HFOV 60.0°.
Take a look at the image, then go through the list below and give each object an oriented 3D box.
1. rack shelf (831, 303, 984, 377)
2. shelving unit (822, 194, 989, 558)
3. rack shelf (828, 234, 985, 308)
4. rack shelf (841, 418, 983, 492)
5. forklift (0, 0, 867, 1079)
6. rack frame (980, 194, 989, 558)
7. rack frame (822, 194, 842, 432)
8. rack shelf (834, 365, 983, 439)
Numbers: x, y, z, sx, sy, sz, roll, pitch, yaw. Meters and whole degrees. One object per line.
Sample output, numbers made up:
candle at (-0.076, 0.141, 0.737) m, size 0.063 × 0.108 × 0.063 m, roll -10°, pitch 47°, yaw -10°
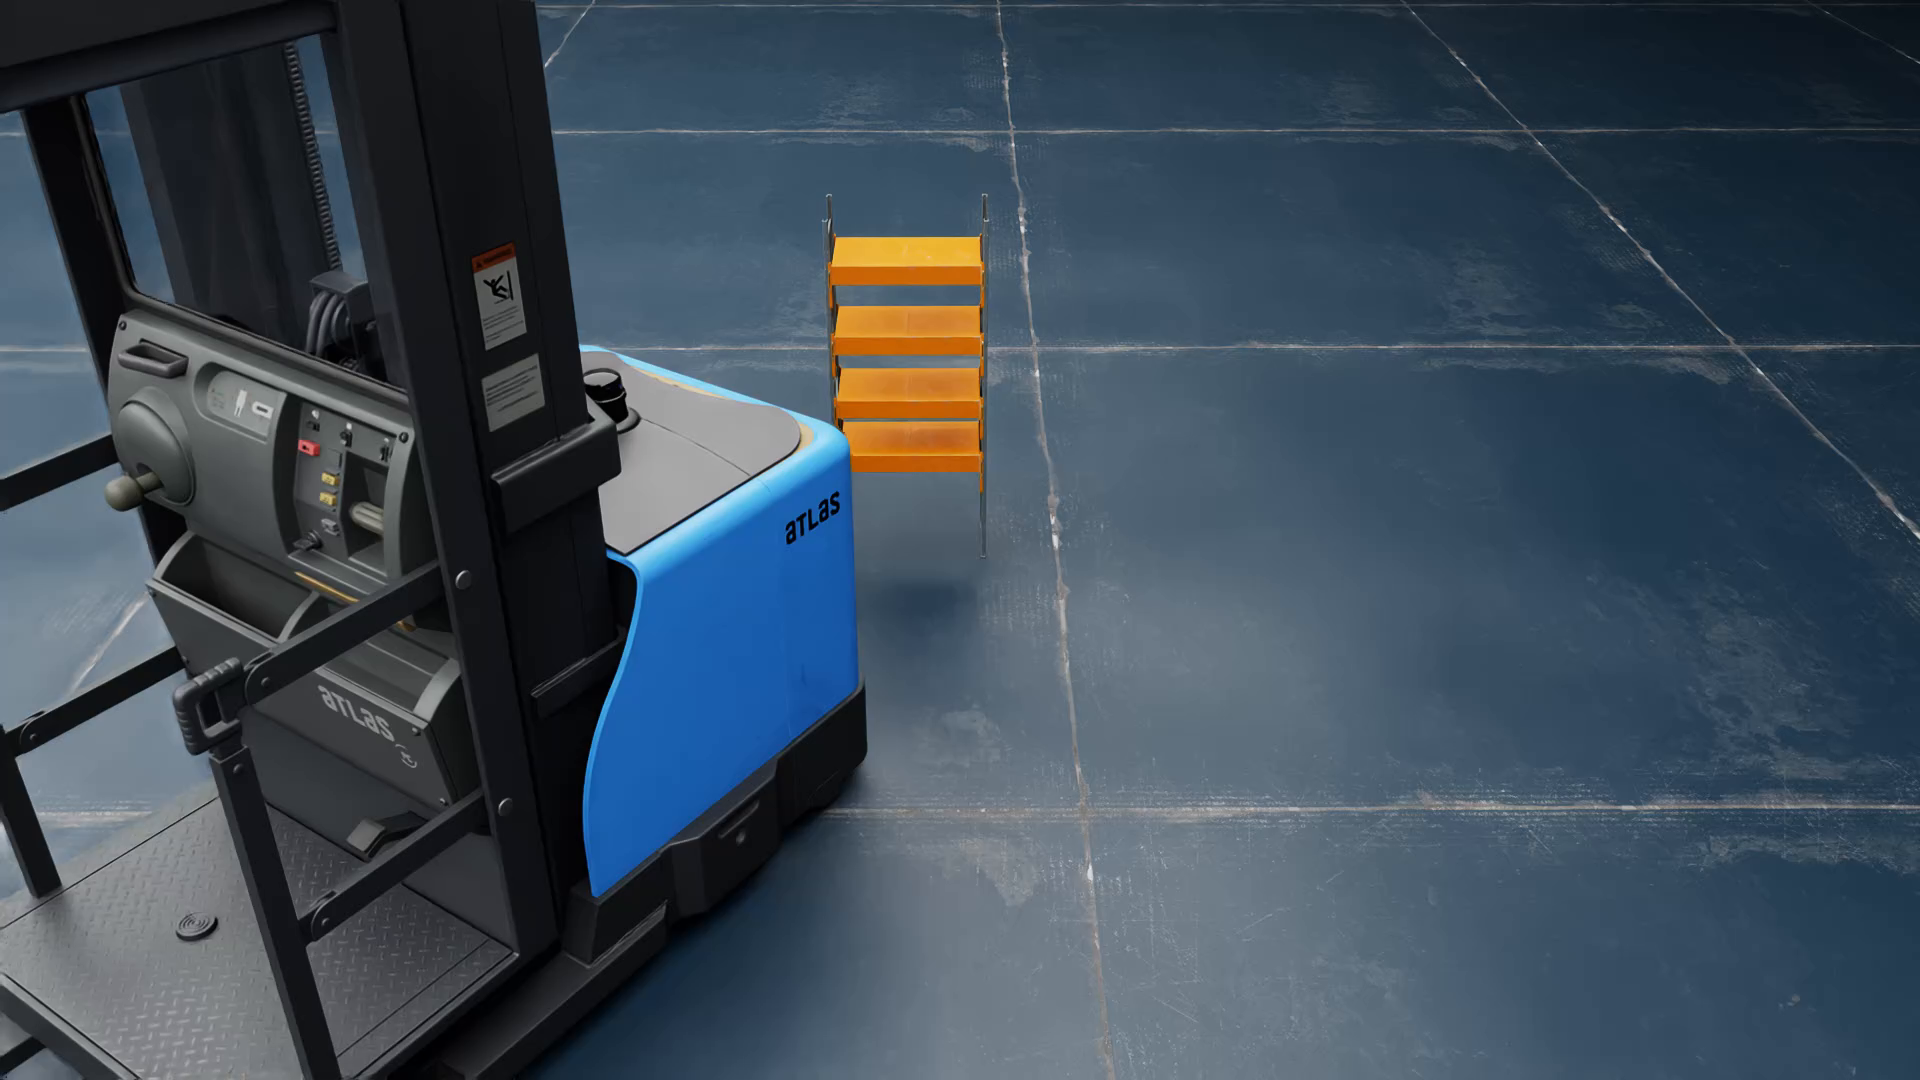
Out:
rack shelf at (-0.166, -0.646, 5.357) m, size 0.480 × 0.148 × 0.258 m, roll 0°, pitch 31°, yaw 0°
shelving unit at (-0.166, -0.512, 5.438) m, size 0.503 × 1.200 × 0.258 m, roll 0°, pitch 31°, yaw 0°
rack shelf at (-0.166, -0.848, 5.234) m, size 0.480 × 0.148 × 0.258 m, roll 0°, pitch 31°, yaw 0°
rack shelf at (-0.166, -0.285, 5.576) m, size 0.480 × 0.148 × 0.258 m, roll 0°, pitch 31°, yaw 0°
forklift at (-1.508, -0.124, 3.129) m, size 1.130 × 2.935 × 3.031 m, roll 20°, pitch 36°, yaw 29°
rack frame at (0.078, -0.513, 5.439) m, size 0.015 × 1.200 × 0.240 m, roll 0°, pitch 31°, yaw 0°
rack frame at (-0.410, -0.512, 5.437) m, size 0.015 × 1.200 × 0.240 m, roll 0°, pitch 31°, yaw 0°
rack shelf at (-0.166, -0.455, 5.473) m, size 0.480 × 0.148 × 0.258 m, roll 0°, pitch 31°, yaw 0°
